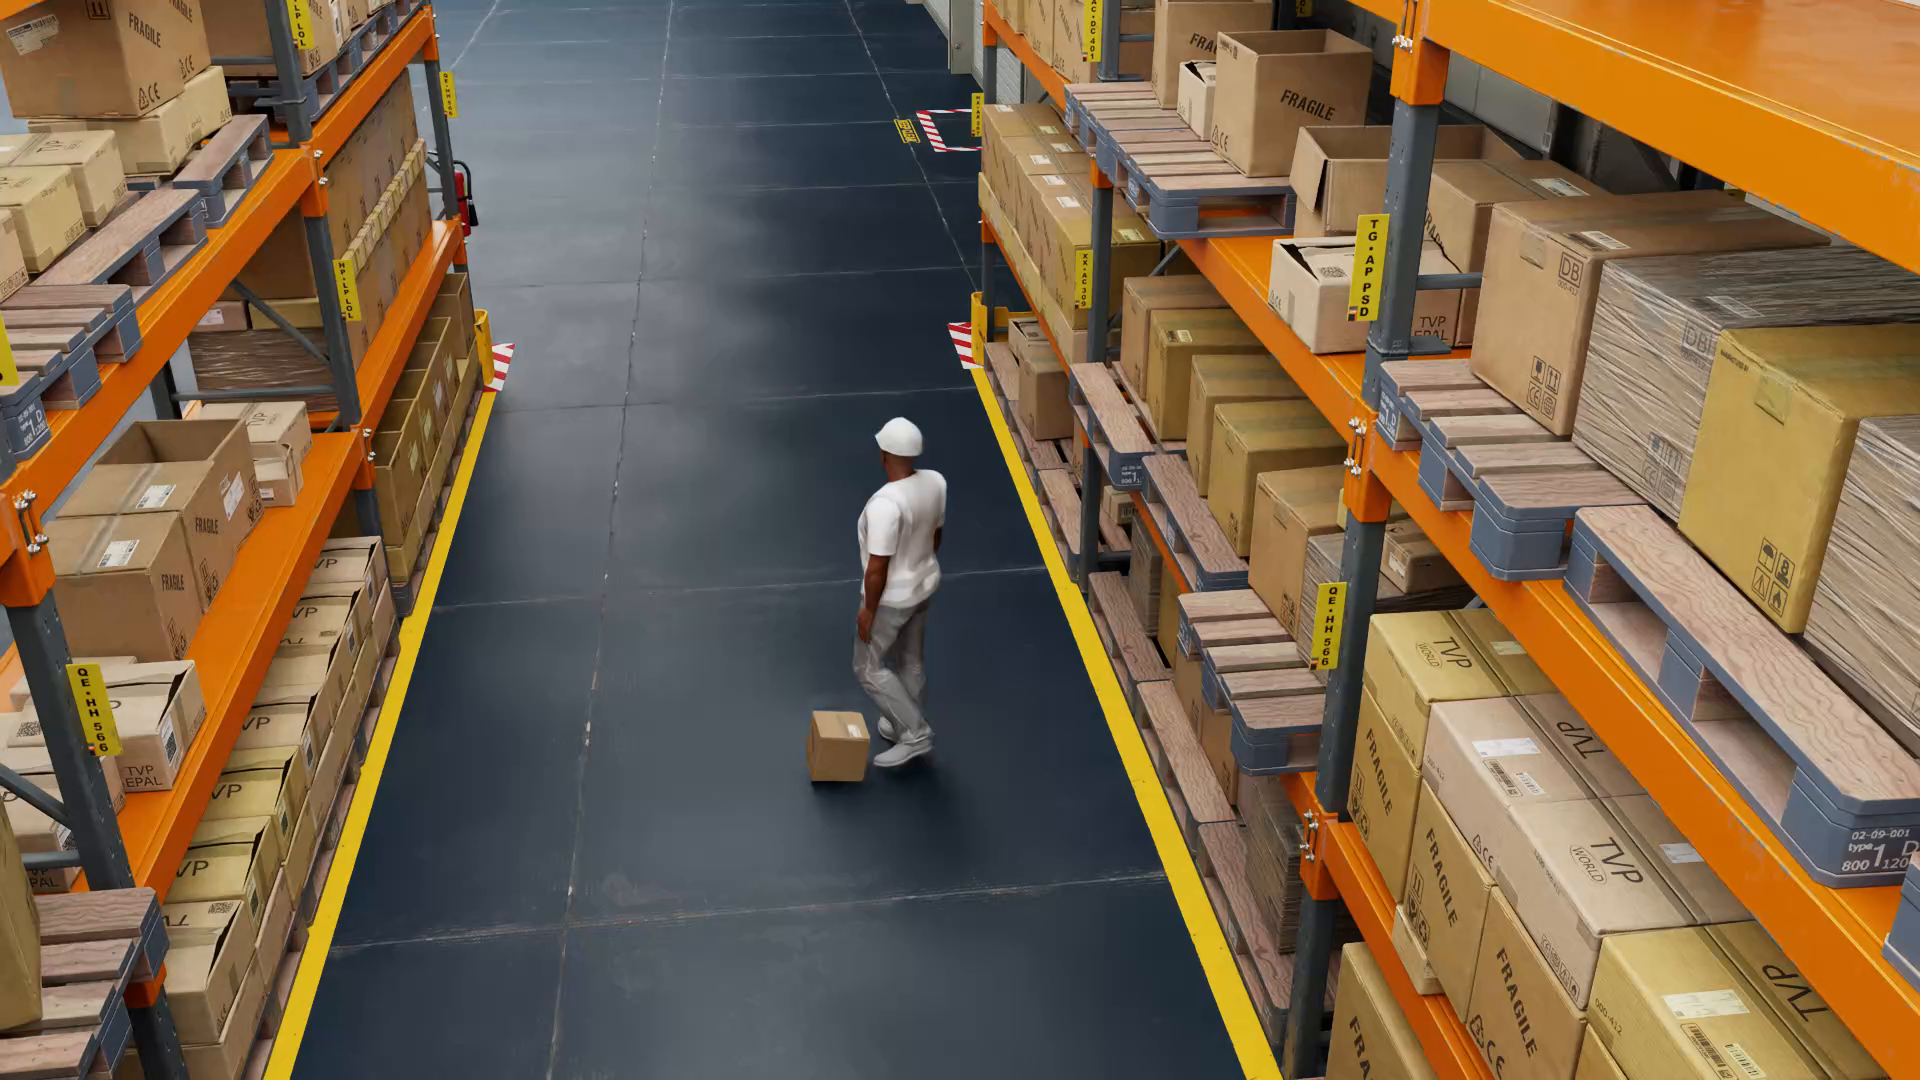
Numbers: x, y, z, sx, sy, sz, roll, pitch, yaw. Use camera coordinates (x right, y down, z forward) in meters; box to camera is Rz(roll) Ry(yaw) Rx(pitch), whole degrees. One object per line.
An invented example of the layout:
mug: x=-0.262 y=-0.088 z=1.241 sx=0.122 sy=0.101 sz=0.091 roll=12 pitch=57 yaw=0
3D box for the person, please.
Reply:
person: x=-0.256 y=0.267 z=8.059 sx=0.443 sy=1.766 sz=0.653 roll=17 pitch=31 yaw=29
